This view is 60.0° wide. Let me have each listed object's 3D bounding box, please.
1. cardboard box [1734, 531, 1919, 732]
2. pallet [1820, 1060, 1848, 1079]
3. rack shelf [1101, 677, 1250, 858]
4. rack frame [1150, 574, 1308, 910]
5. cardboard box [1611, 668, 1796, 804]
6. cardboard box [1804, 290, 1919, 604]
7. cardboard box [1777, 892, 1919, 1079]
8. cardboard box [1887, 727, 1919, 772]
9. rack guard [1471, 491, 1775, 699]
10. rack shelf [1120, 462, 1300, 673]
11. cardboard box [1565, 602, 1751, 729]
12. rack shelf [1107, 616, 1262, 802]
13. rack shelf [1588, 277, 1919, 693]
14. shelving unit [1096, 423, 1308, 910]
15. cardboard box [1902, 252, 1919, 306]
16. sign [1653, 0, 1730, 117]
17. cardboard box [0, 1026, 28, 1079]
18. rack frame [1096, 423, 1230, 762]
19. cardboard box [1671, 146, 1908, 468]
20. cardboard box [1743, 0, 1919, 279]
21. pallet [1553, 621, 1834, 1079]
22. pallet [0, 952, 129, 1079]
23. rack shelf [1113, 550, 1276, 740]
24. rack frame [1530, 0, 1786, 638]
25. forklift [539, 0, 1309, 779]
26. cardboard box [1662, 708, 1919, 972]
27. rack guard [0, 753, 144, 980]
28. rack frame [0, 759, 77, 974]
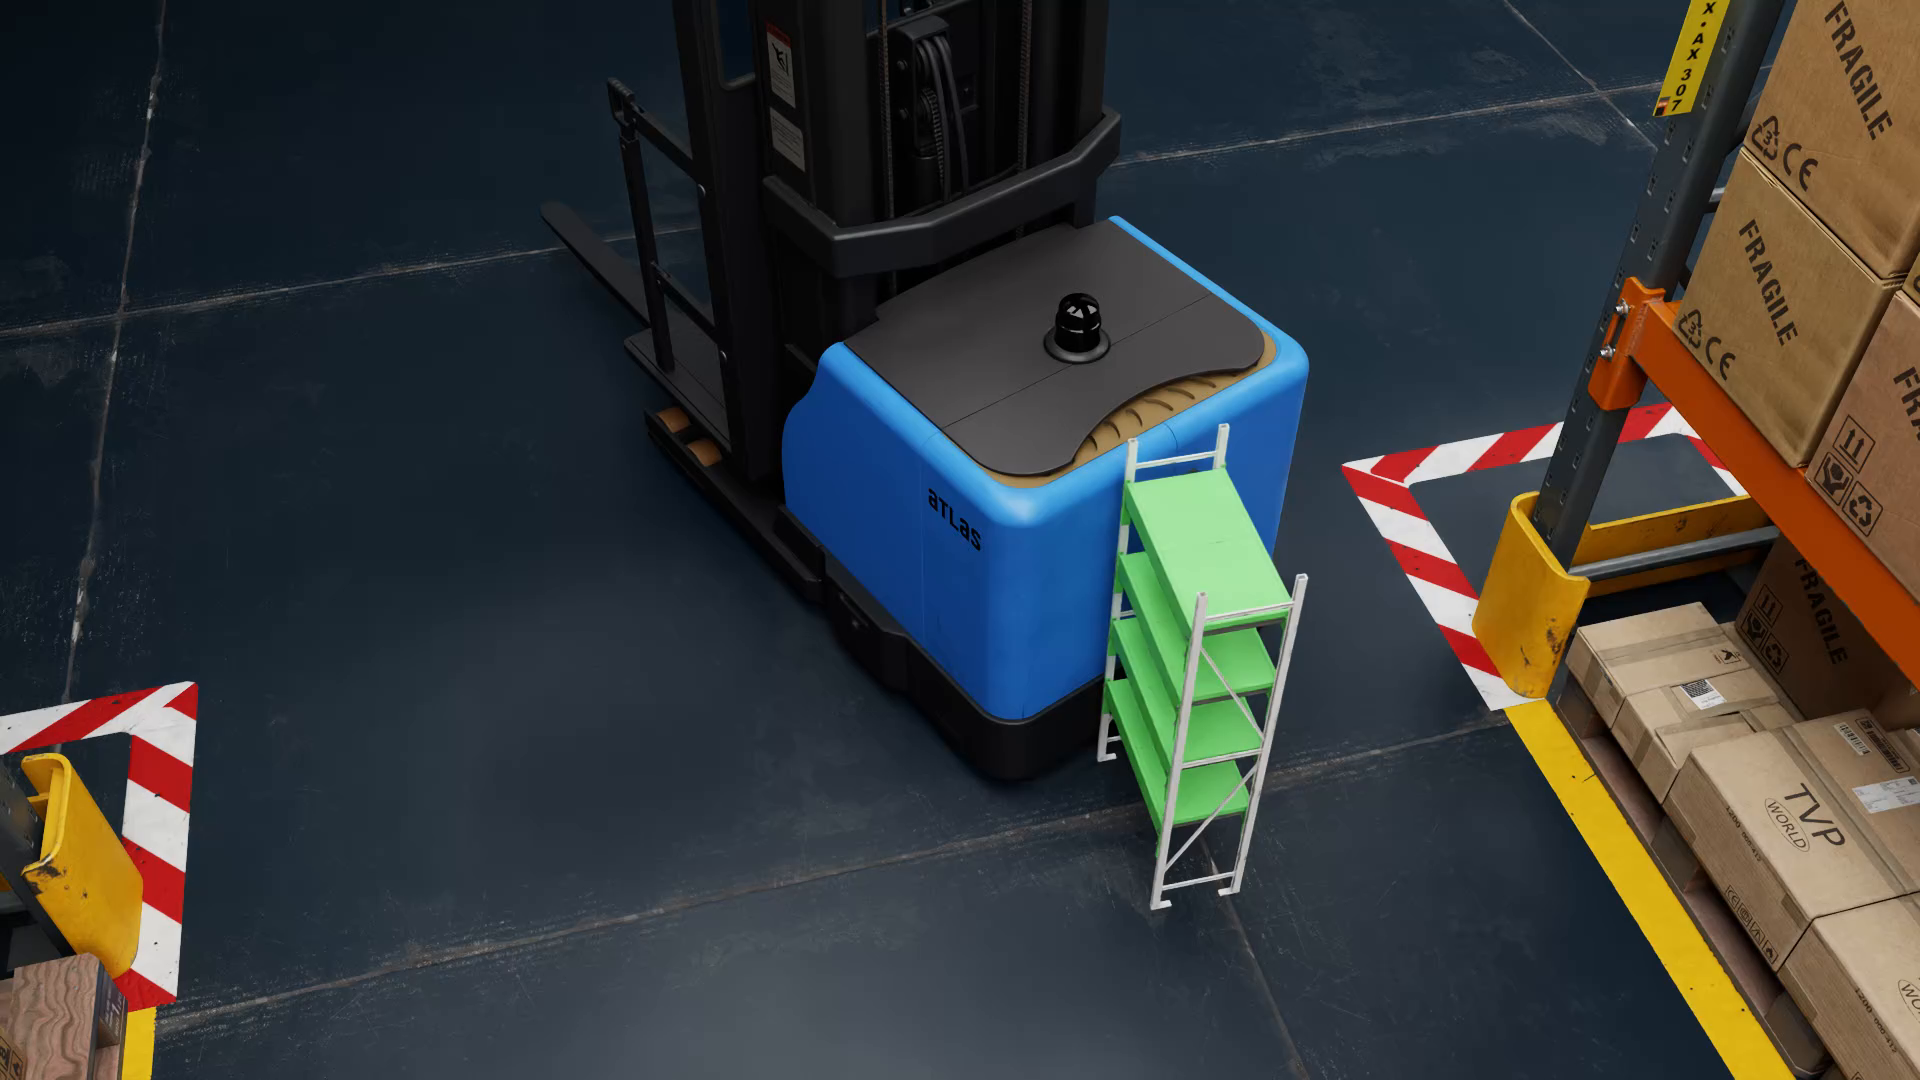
[{"bbox_3d":[2.489,0.193,4.403,0.500,0.500,0.500,-11,47,-10],"label":"cardboard box"},{"bbox_3d":[2.645,1.561,3.573,1.003,0.211,1.213,-11,47,-10],"label":"pallet"},{"bbox_3d":[0.556,0.558,4.288,0.258,0.148,0.480,-9,46,-9],"label":"rack shelf"},{"bbox_3d":[0.612,0.515,3.905,0.240,1.200,0.015,-9,46,-9],"label":"rack frame"},{"bbox_3d":[1.950,0.504,4.332,0.380,0.166,0.250,-11,47,-10],"label":"cardboard box"},{"bbox_3d":[2.107,-0.184,3.260,0.500,0.500,0.500,-11,47,-11],"label":"cardboard box"},{"bbox_3d":[2.232,1.067,3.721,0.500,0.250,0.500,-11,47,-10],"label":"cardboard box"},{"bbox_3d":[2.505,0.605,4.232,0.380,0.166,0.250,-11,47,-10],"label":"cardboard box"},{"bbox_3d":[2.131,0.069,4.833,1.175,0.500,0.348,-11,47,-10],"label":"rack guard"},{"bbox_3d":[0.557,0.054,3.774,0.258,0.148,0.480,-9,46,-9],"label":"rack shelf"},{"bbox_3d":[1.886,0.337,4.507,0.380,0.149,0.250,-11,47,-10],"label":"cardboard box"},{"bbox_3d":[0.556,0.390,4.117,0.258,0.148,0.480,-9,46,-9],"label":"rack shelf"},{"bbox_3d":[2.623,0.774,2.895,1.077,0.370,4.000,-11,47,-10],"label":"rack shelf"},{"bbox_3d":[0.556,0.345,4.071,0.258,1.200,0.503,-9,46,-9],"label":"shelving unit"},{"bbox_3d":[2.111,-0.530,2.899,0.500,0.500,0.500,-10,46,-10],"label":"cardboard box"},{"bbox_3d":[1.587,-1.062,3.585,0.100,0.325,0.005,-11,47,-10],"label":"sign"},{"bbox_3d":[-2.400,1.243,3.388,0.700,0.500,0.500,-11,47,-10],"label":"cardboard box"},{"bbox_3d":[0.501,0.175,4.238,0.240,1.200,0.015,-9,46,-9],"label":"rack frame"},{"bbox_3d":[1.970,-0.539,3.608,0.500,0.500,0.500,-10,46,-9],"label":"cardboard box"},{"bbox_3d":[1.970,-0.889,3.251,0.500,0.500,0.500,-9,46,-9],"label":"cardboard box"},{"bbox_3d":[2.336,0.720,4.397,1.003,0.211,1.213,-11,47,-10],"label":"pallet"},{"bbox_3d":[-2.396,1.563,3.570,1.003,0.211,1.213,-11,47,-10],"label":"pallet"},{"bbox_3d":[0.557,0.222,3.946,0.258,0.148,0.480,-9,46,-9],"label":"rack shelf"},{"bbox_3d":[2.111,-0.859,3.991,1.000,3.000,0.127,-11,47,-10],"label":"rack frame"},{"bbox_3d":[-0.378,-1.384,4.554,1.130,2.935,3.031,-28,52,-25],"label":"forklift"},{"bbox_3d":[2.104,0.722,4.059,0.500,0.250,0.500,-11,47,-10],"label":"cardboard box"},{"bbox_3d":[-2.682,0.908,4.010,1.175,0.500,0.348,-11,47,-10],"label":"rack guard"},{"bbox_3d":[-2.676,0.050,3.101,1.000,3.000,0.127,-11,47,-10],"label":"rack frame"}]
